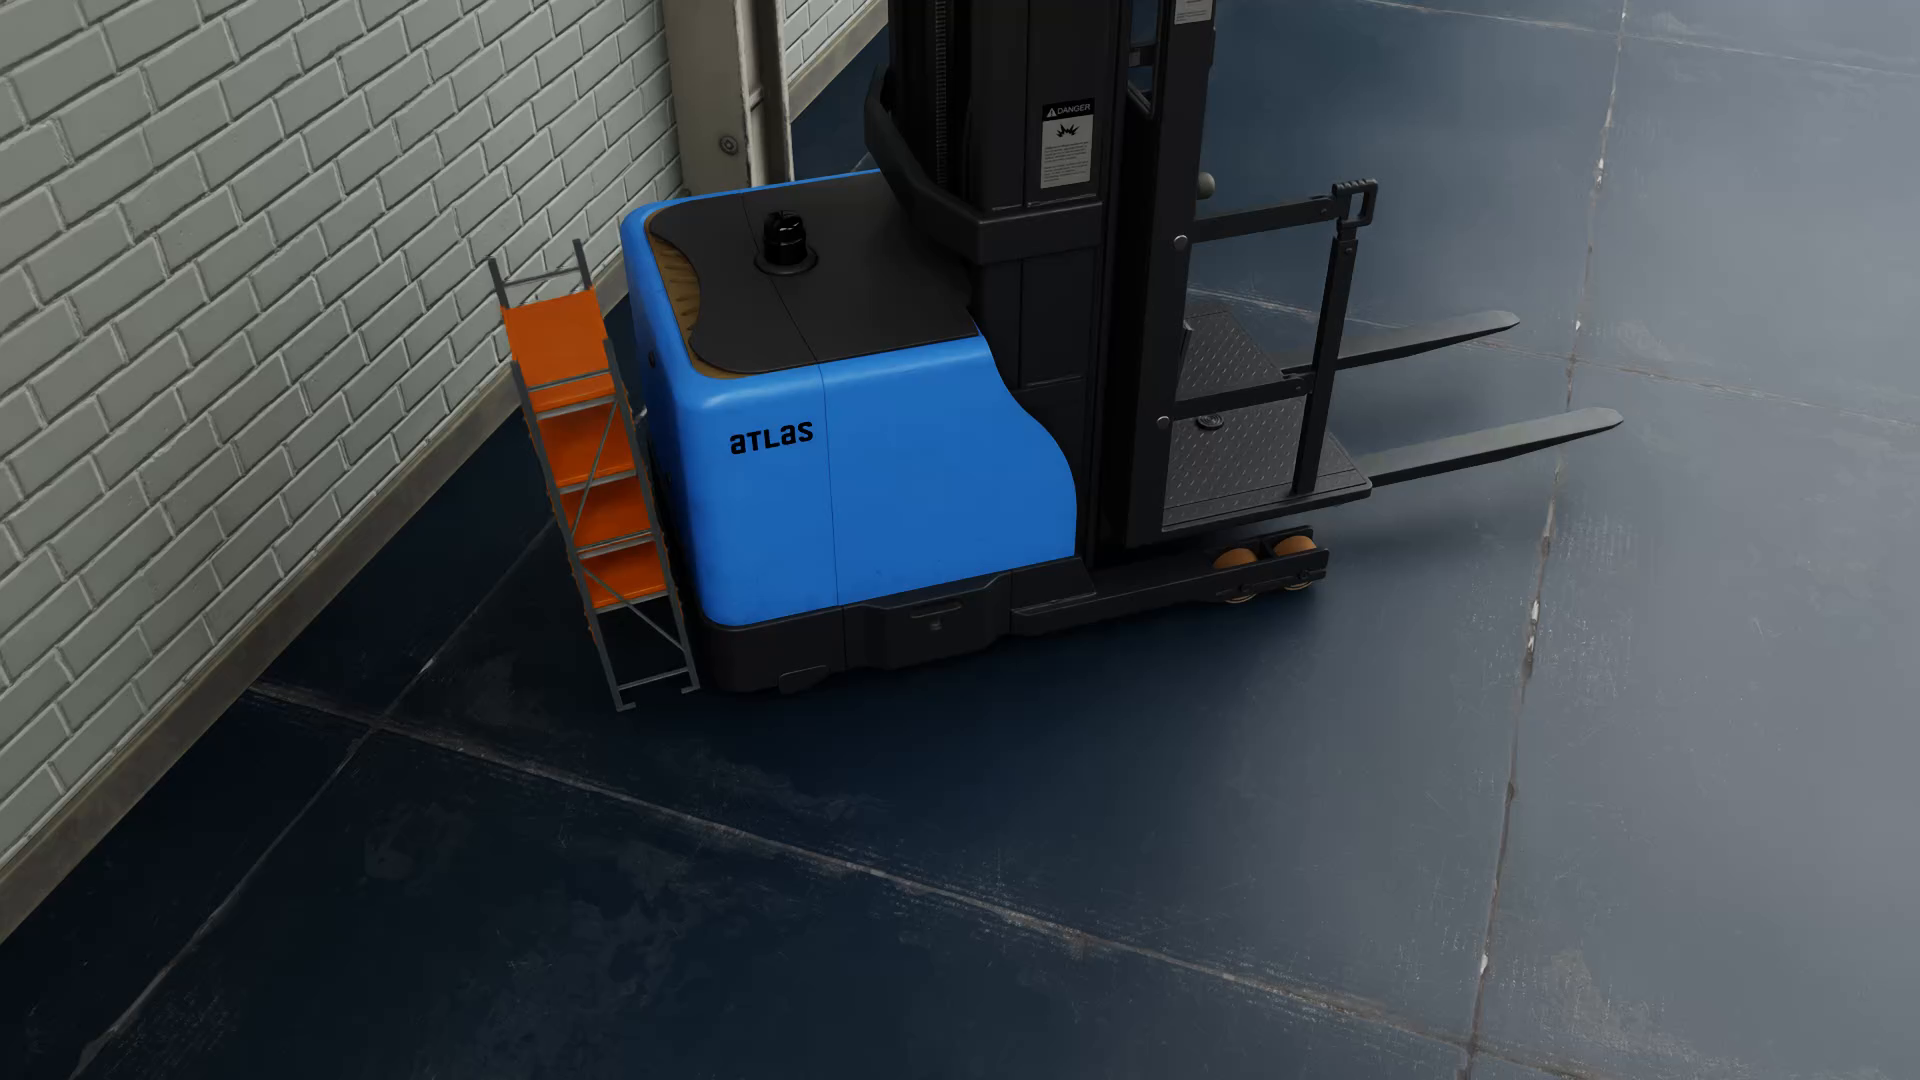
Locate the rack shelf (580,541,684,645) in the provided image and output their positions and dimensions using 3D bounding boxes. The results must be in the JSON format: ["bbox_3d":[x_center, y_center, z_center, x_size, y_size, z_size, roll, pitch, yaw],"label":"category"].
[{"bbox_3d":[-0.953,0.051,4.661,0.258,0.148,0.480,-15,43,-11],"label":"rack shelf"}]

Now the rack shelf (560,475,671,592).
[{"bbox_3d":[-0.967,-0.097,4.529,0.258,0.148,0.480,-15,43,-11],"label":"rack shelf"}]

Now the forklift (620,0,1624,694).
[{"bbox_3d":[0.601,-1.240,4.445,3.031,2.935,1.130,-12,42,-13],"label":"forklift"}]

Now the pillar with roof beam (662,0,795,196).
[{"bbox_3d":[3.145,-3.851,2.830,9.100,9.000,0.400,13,42,15],"label":"pillar with roof beam"}]

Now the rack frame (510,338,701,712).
[{"bbox_3d":[-0.896,0.003,4.308,0.240,1.200,0.015,-15,43,-11],"label":"rack frame"}]

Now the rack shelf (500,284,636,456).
[{"bbox_3d":[-1.000,-0.439,4.223,0.258,0.148,0.480,-15,43,-11],"label":"rack shelf"}]

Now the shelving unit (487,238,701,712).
[{"bbox_3d":[-0.972,-0.147,4.484,0.258,1.200,0.503,-15,43,-11],"label":"shelving unit"}]

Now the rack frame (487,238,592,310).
[{"bbox_3d":[-1.049,-0.297,4.660,0.240,1.200,0.015,-15,43,-11],"label":"rack frame"}]

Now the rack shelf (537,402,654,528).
[{"bbox_3d":[-0.983,-0.263,4.380,0.258,0.148,0.480,-15,43,-11],"label":"rack shelf"}]
